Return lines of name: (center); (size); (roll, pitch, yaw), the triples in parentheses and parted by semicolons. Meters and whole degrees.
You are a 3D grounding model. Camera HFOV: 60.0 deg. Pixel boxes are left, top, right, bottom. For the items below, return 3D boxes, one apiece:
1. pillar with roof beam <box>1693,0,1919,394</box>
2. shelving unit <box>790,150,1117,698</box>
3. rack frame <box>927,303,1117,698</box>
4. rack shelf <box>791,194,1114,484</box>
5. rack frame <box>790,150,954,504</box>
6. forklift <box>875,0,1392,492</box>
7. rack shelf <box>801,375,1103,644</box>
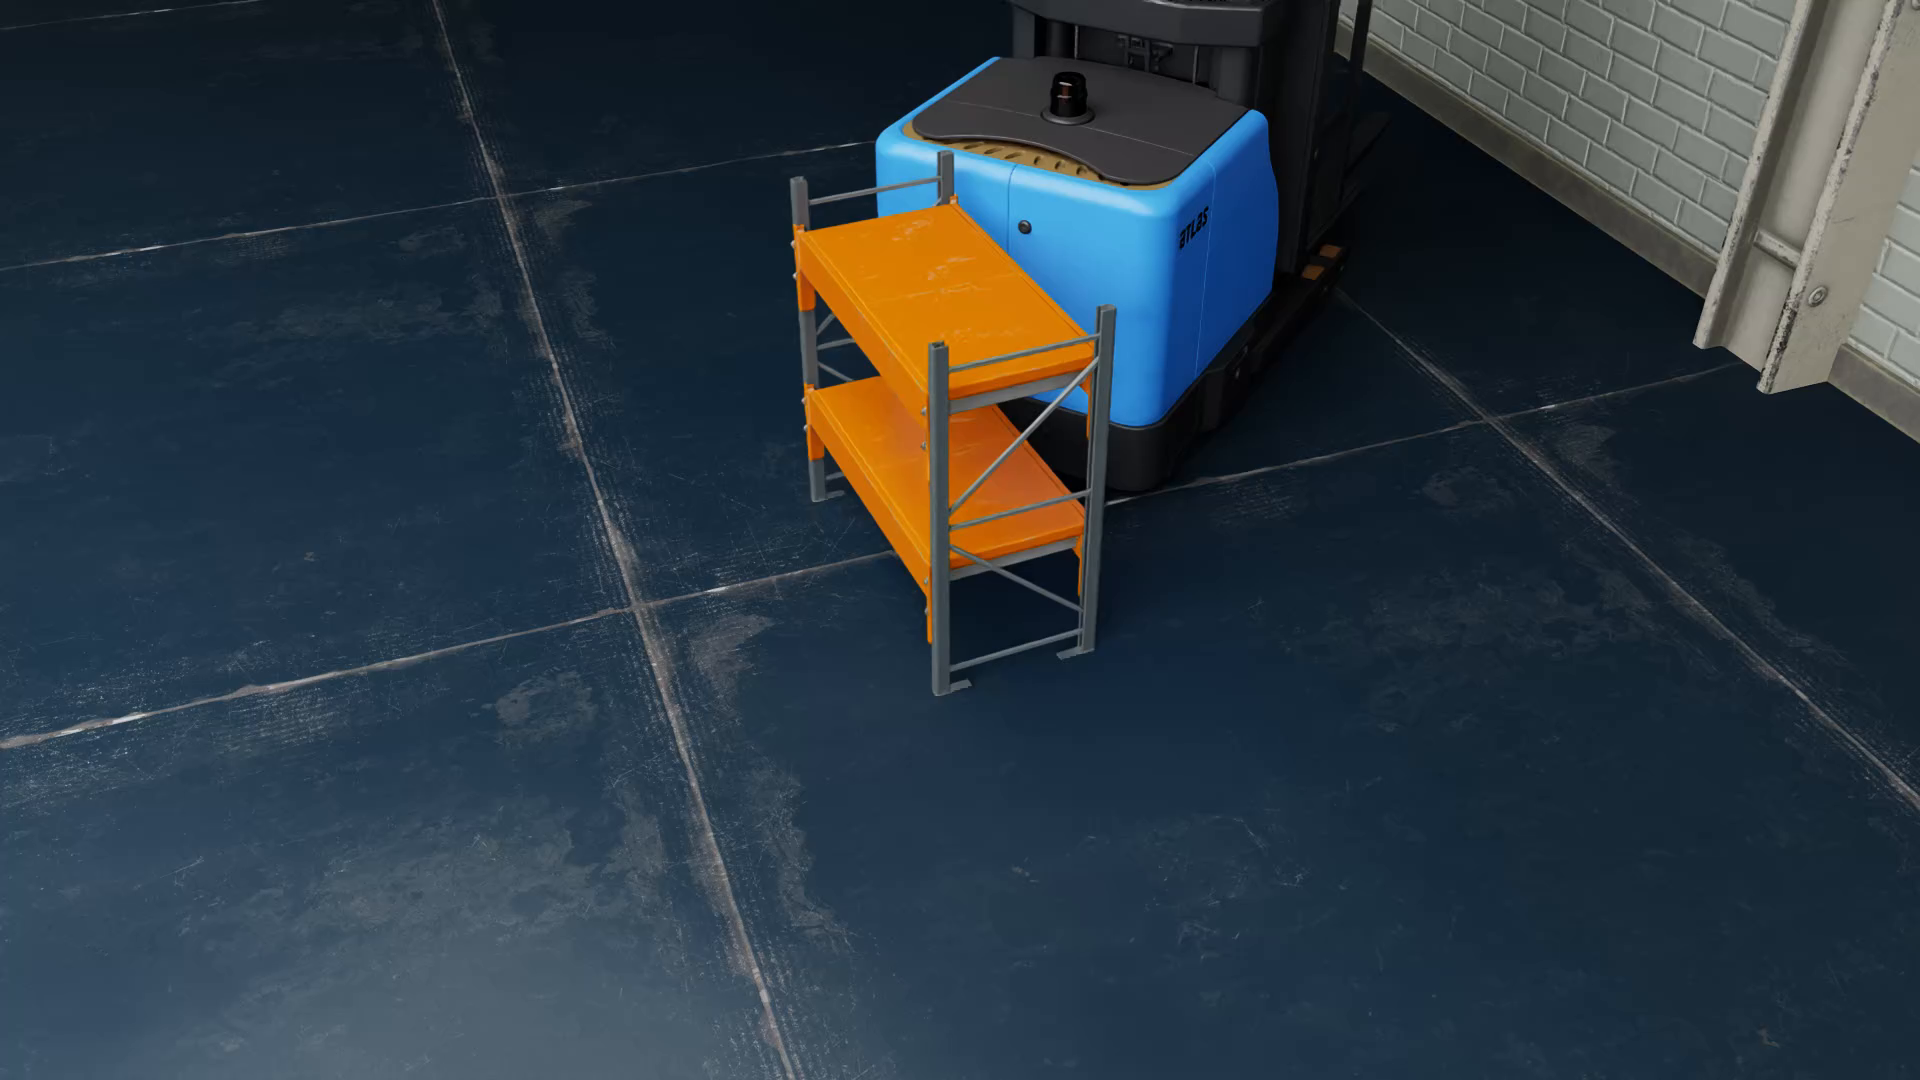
pillar with roof beam: (-1.086, -3.366, 2.240); (9.100, 9.000, 0.400); (-12, 39, -16)
shelving unit: (-0.048, -0.356, 4.787); (0.538, 1.125, 1.048); (-15, 39, -19)
rack frame: (0.156, -0.076, 4.416); (0.500, 1.125, 0.032); (-15, 39, -19)
rack shelf: (-0.048, -0.590, 4.611); (0.538, 0.278, 1.000); (-15, 39, -19)
rack frame: (-0.252, -0.636, 5.159); (0.500, 1.125, 0.032); (-15, 39, -19)
forklift: (0.883, -2.193, 5.725); (1.130, 2.935, 3.031); (19, 41, 23)
rack shelf: (-0.048, -0.161, 4.935); (0.538, 0.278, 1.000); (-15, 39, -19)
